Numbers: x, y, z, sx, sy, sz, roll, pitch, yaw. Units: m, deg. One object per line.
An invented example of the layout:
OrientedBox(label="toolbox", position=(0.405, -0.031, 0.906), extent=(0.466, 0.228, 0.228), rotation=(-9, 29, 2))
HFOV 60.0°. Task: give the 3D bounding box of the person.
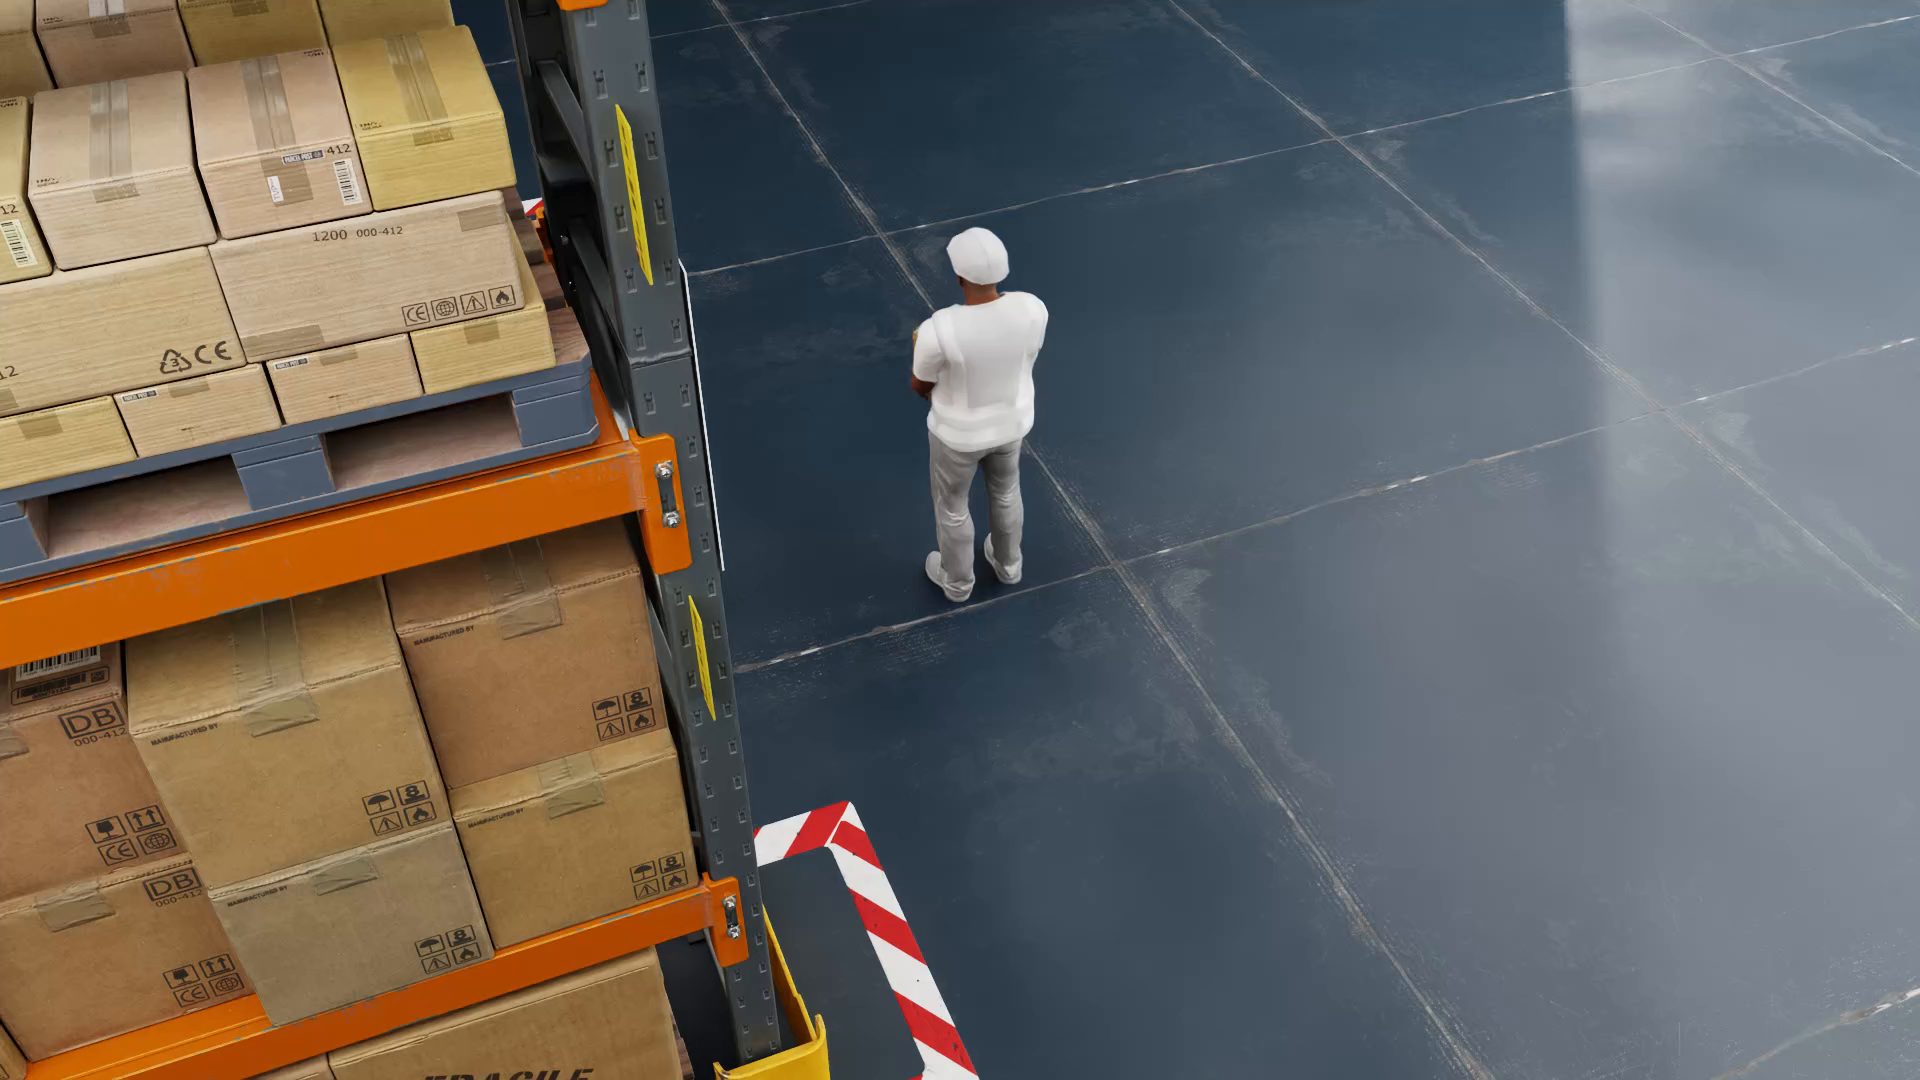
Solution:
OrientedBox(label="person", position=(0.051, -0.498, 6.708), extent=(0.633, 1.760, 0.463), rotation=(-16, 44, -17))
